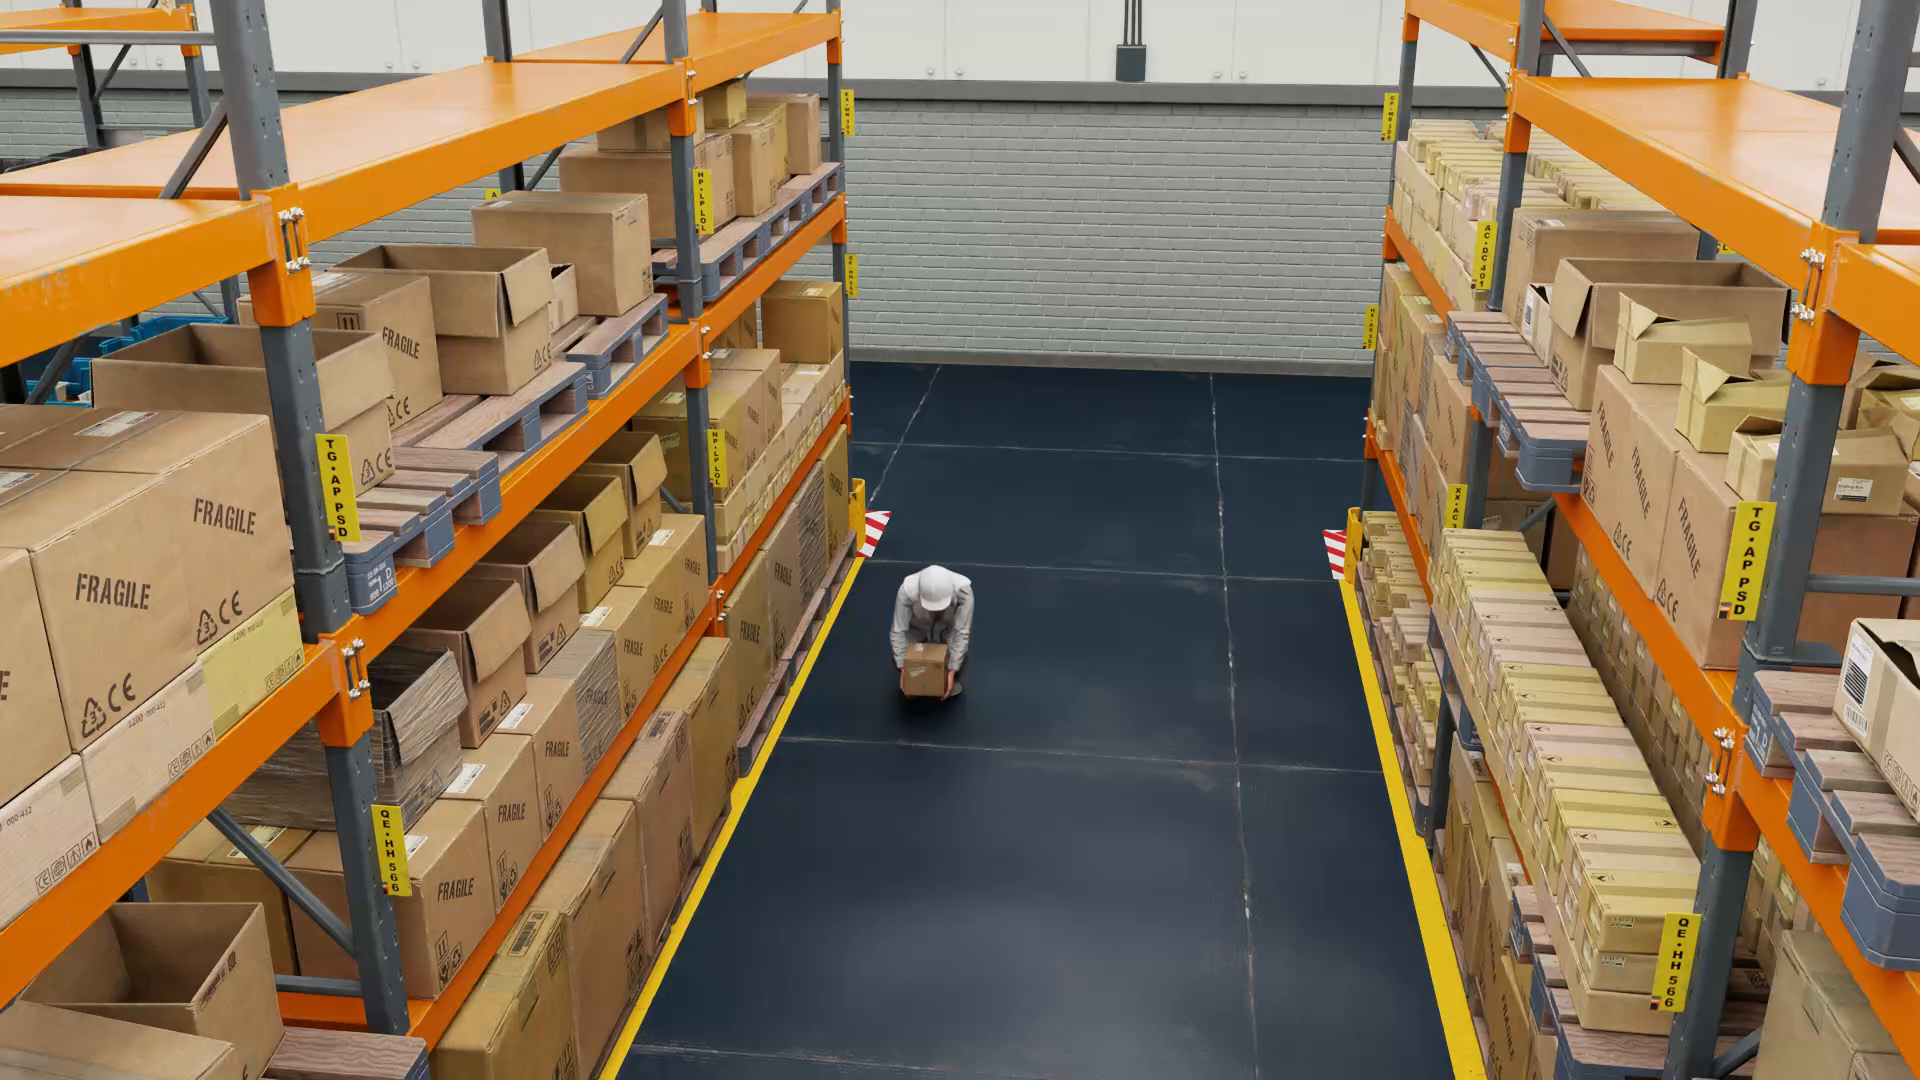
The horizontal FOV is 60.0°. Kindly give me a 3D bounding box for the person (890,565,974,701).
[{"bbox_3d":[-0.170,0.535,10.732,0.534,1.011,0.855,2,21,6],"label":"person"}]
